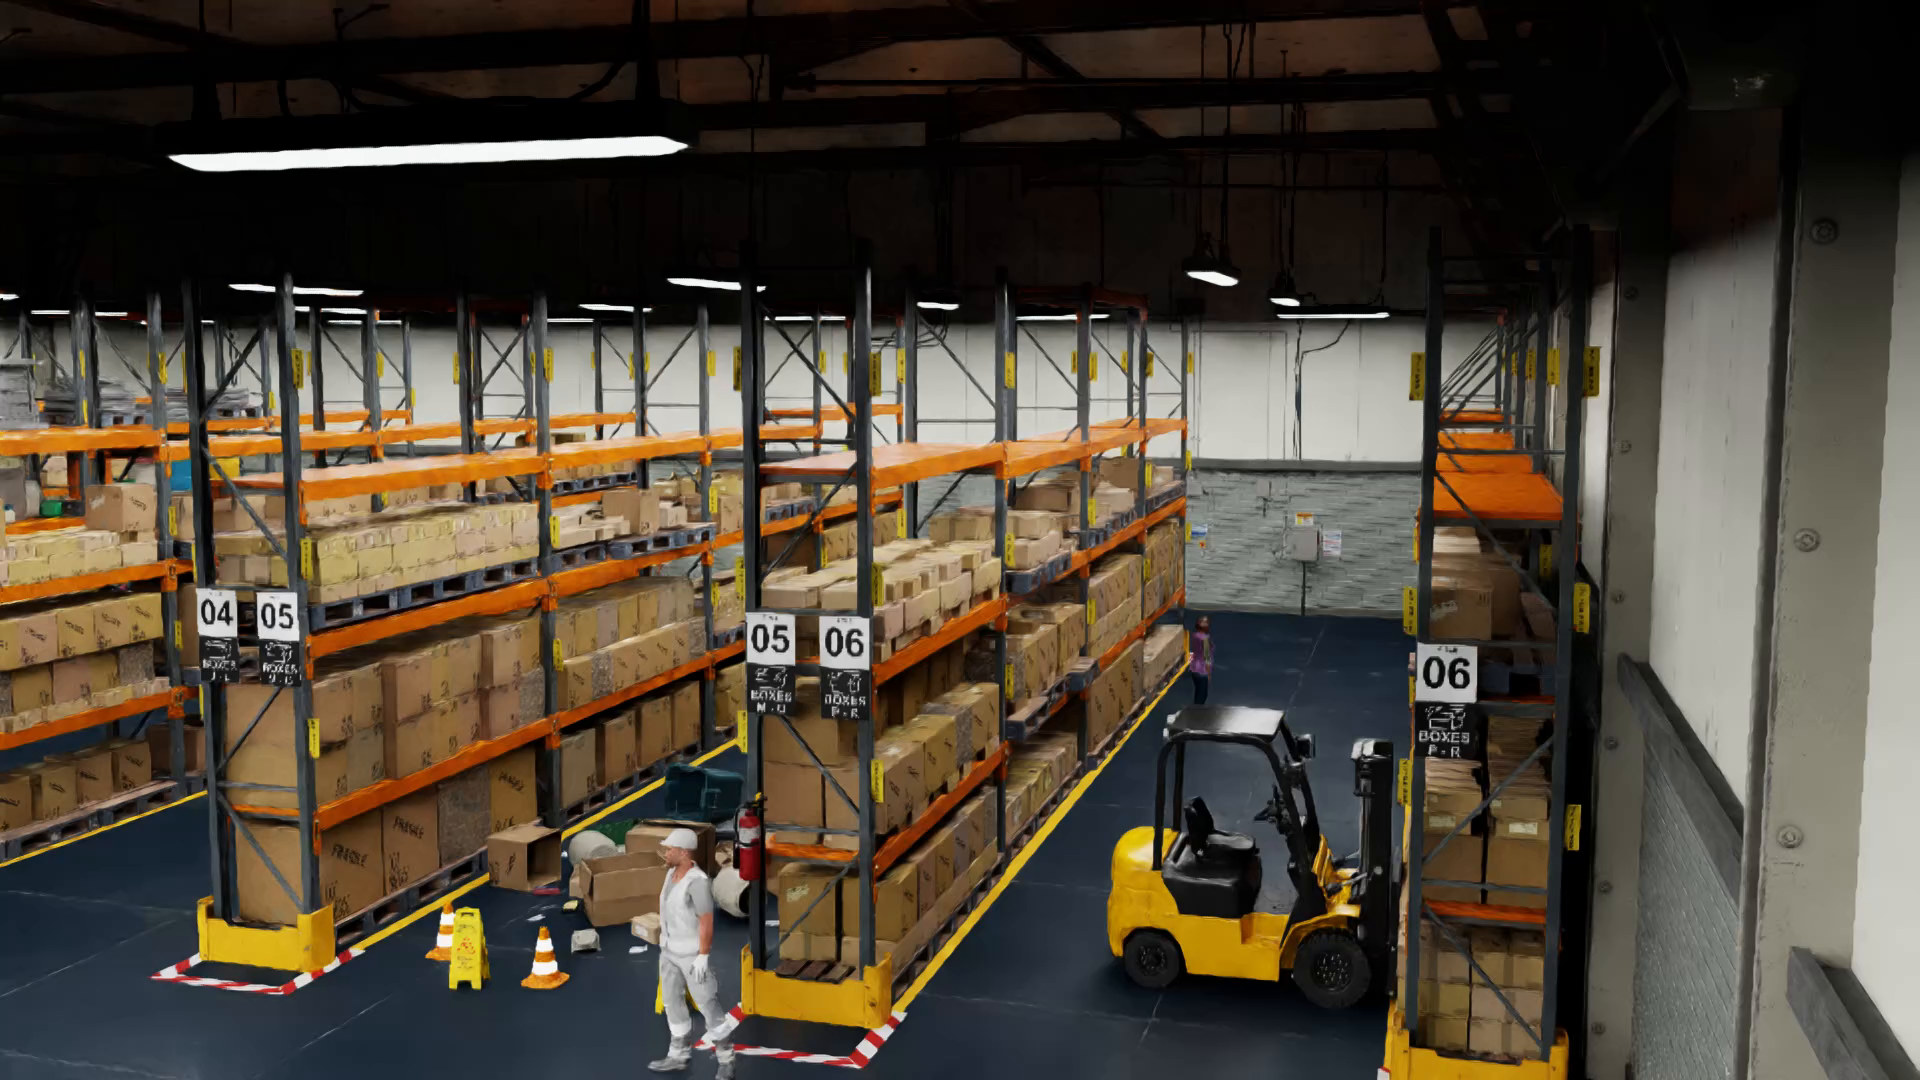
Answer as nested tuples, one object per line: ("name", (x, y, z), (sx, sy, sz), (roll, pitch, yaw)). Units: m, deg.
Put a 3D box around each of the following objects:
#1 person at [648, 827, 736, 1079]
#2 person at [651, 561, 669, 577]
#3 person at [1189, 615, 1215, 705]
("person", (-1.908, 2.958, 11.896), (0.466, 1.793, 0.684), (-6, 9, -43))
("person", (-6.131, 0.547, 34.021), (0.577, 1.650, 0.524), (-3, 7, -24))
("person", (3.327, 1.821, 22.718), (0.399, 1.602, 0.469), (-2, 7, -15))
